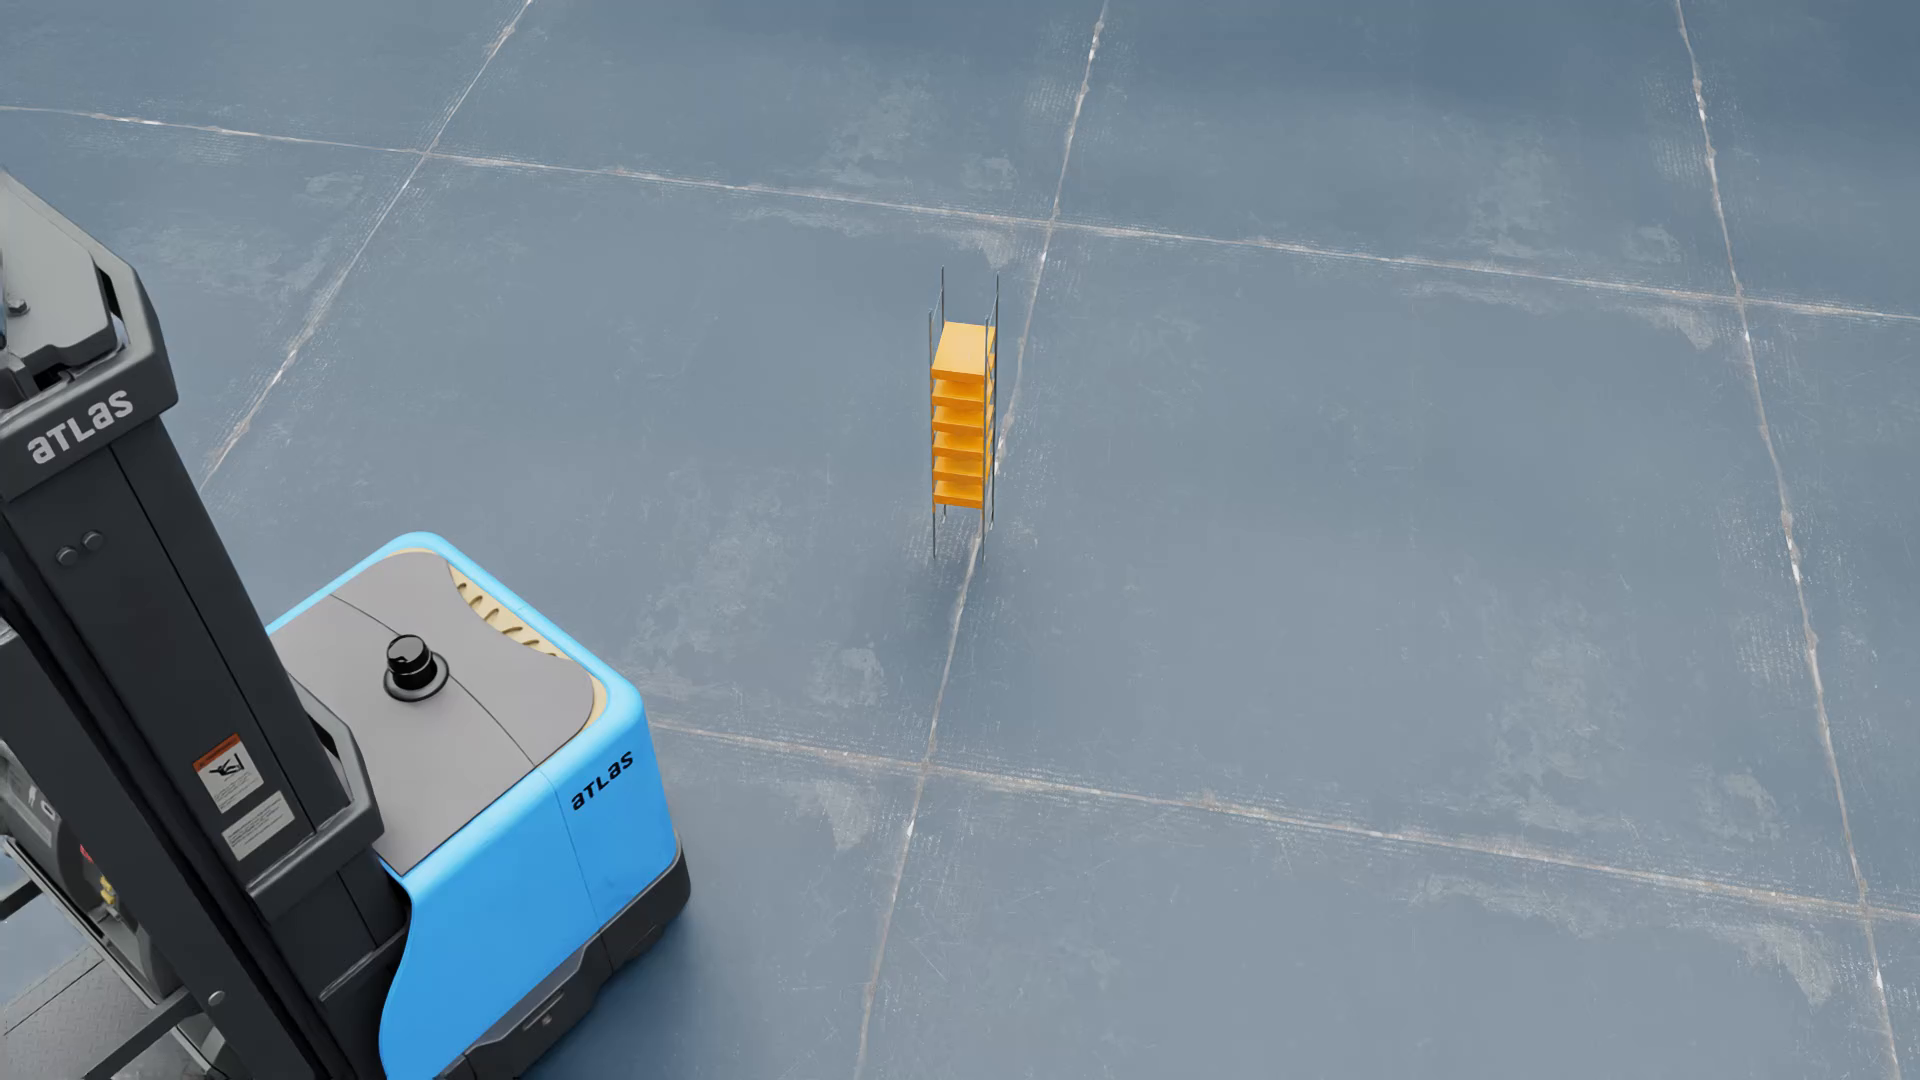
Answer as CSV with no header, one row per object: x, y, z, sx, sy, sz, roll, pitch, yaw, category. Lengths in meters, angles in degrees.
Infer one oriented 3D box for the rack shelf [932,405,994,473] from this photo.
0.014,-0.369,5.835,0.180,0.103,0.258,8,49,7,rack shelf

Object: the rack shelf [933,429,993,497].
0.014,-0.289,5.924,0.180,0.103,0.258,8,49,7,rack shelf

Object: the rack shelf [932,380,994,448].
0.014,-0.450,5.746,0.180,0.103,0.258,8,49,7,rack shelf

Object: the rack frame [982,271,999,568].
0.104,-0.387,5.791,0.006,1.200,0.240,8,49,7,rack frame

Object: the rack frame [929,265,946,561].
-0.076,-0.411,5.813,0.006,1.200,0.240,8,49,7,rack frame

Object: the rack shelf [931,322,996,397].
0.014,-0.610,5.567,0.180,0.103,0.258,8,49,7,rack shelf

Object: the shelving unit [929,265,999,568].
0.014,-0.399,5.802,0.189,1.200,0.258,8,49,7,shelving unit

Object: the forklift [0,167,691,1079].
-2.176,0.754,3.602,1.130,2.935,3.031,32,56,26,forklift

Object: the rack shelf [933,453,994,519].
0.014,-0.209,6.014,0.180,0.103,0.258,8,49,7,rack shelf

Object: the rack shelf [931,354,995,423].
0.014,-0.530,5.657,0.180,0.103,0.258,8,49,7,rack shelf
